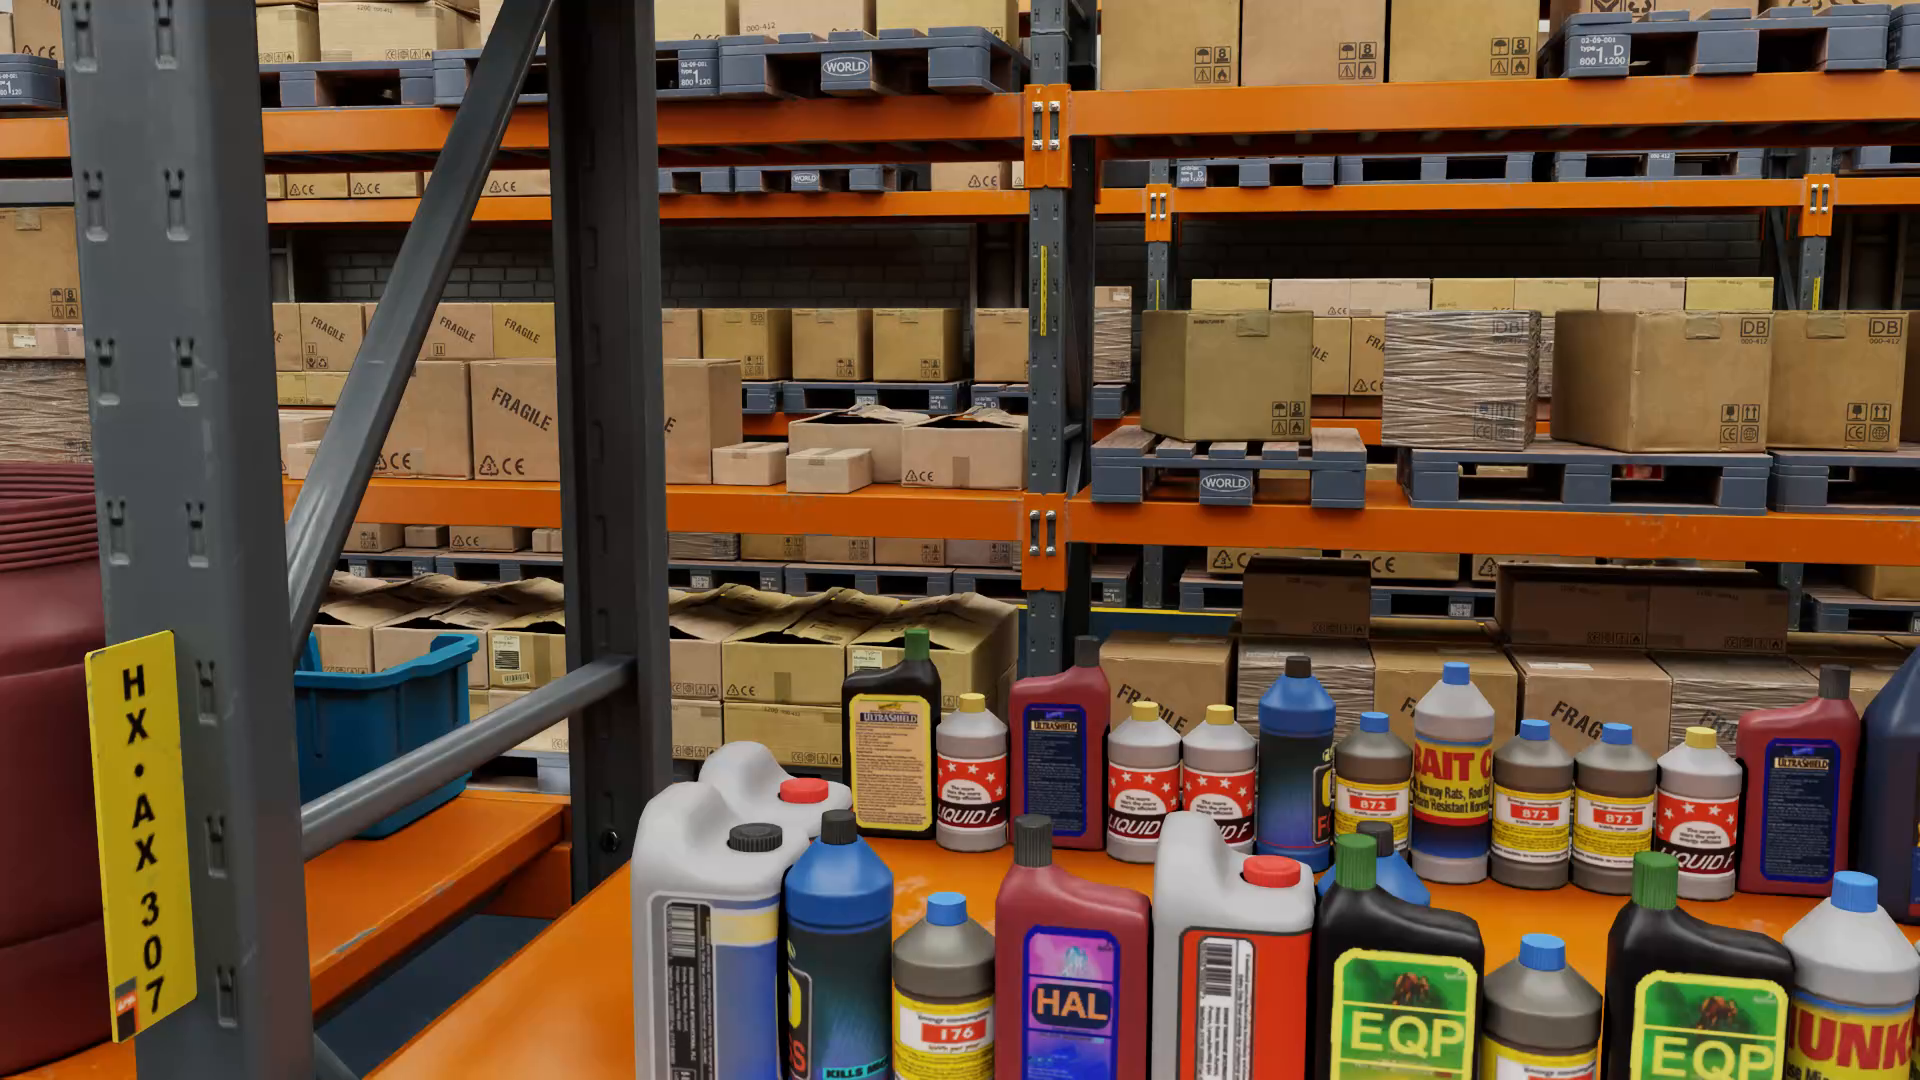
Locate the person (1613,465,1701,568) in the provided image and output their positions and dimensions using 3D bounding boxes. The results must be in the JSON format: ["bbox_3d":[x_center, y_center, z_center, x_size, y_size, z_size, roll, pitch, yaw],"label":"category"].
[{"bbox_3d":[3.878,-0.157,9.460,0.963,1.682,0.527,1,8,4],"label":"person"}]
